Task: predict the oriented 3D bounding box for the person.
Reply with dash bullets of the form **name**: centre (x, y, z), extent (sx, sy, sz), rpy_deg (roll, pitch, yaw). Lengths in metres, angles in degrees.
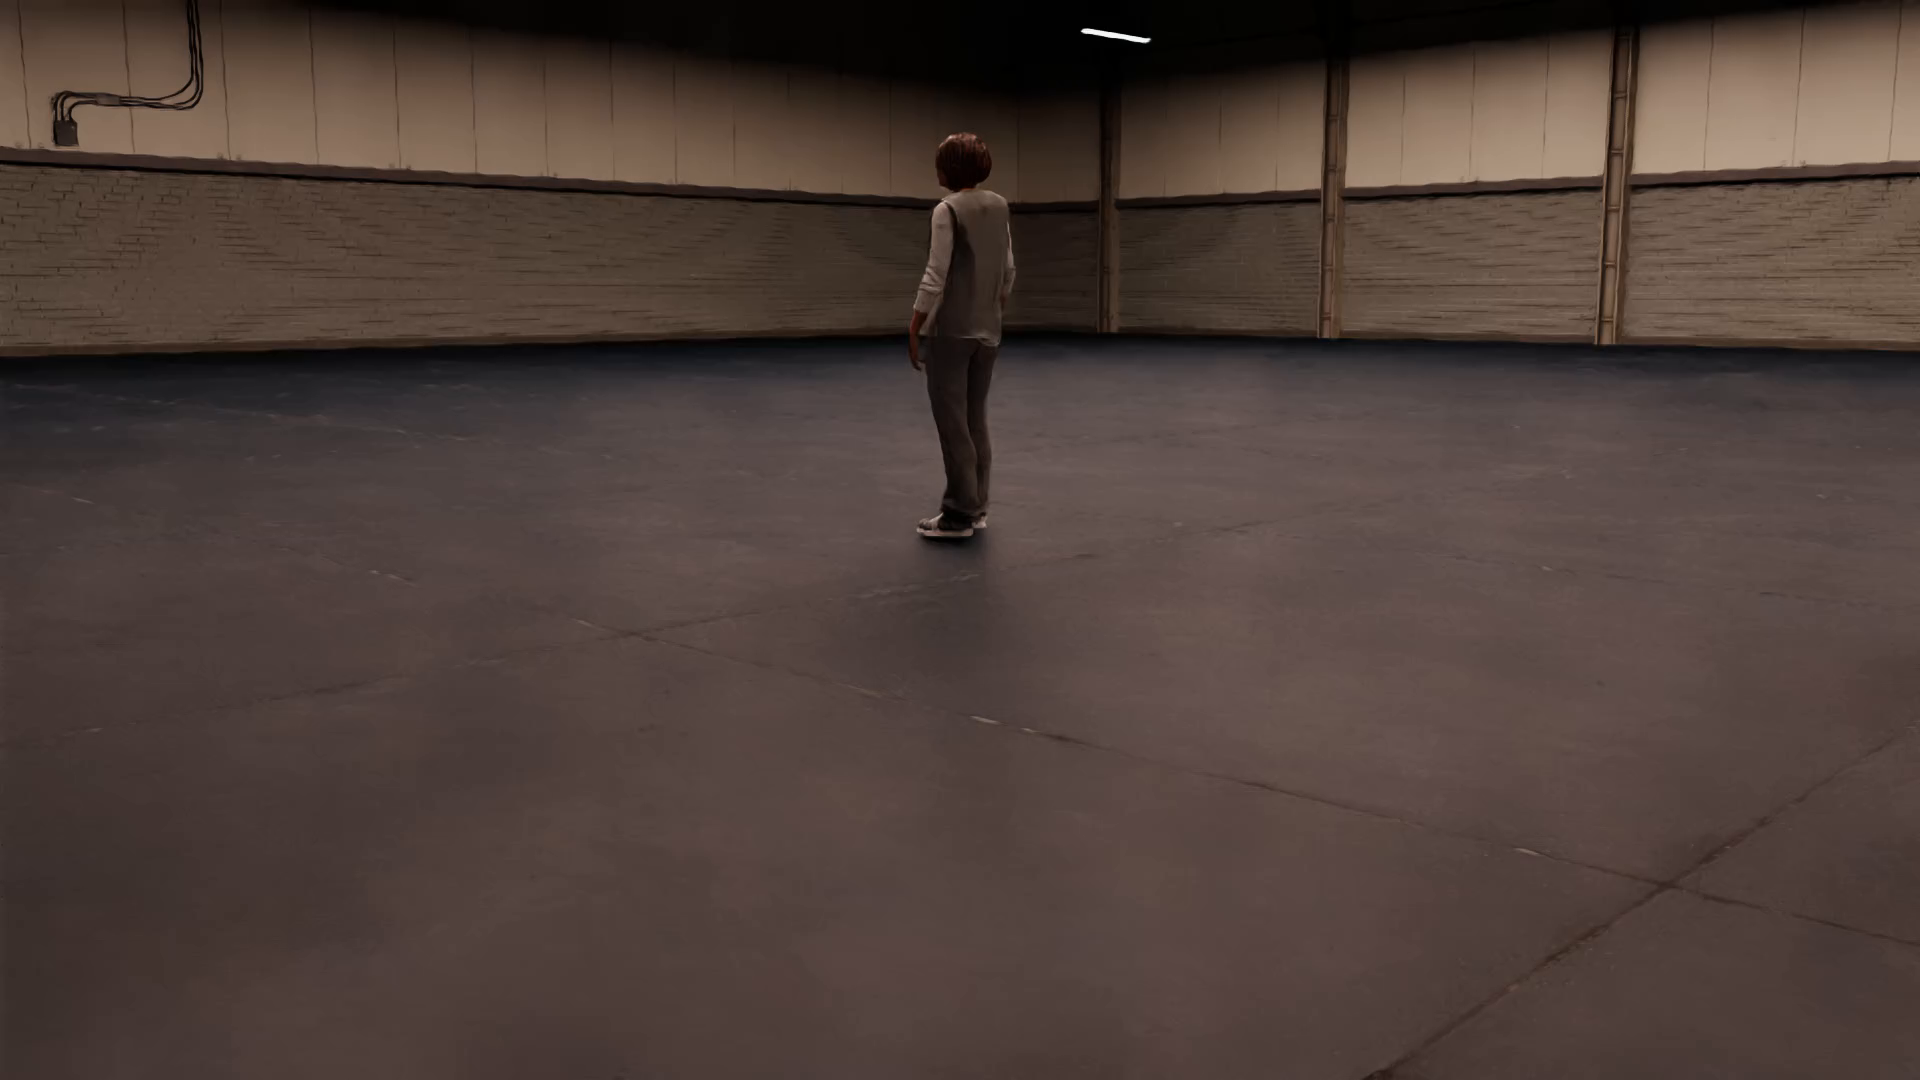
- **person**: centre (-0.044, -0.806, 6.658), extent (0.474, 1.597, 0.521), rpy_deg (8, 12, 43)
